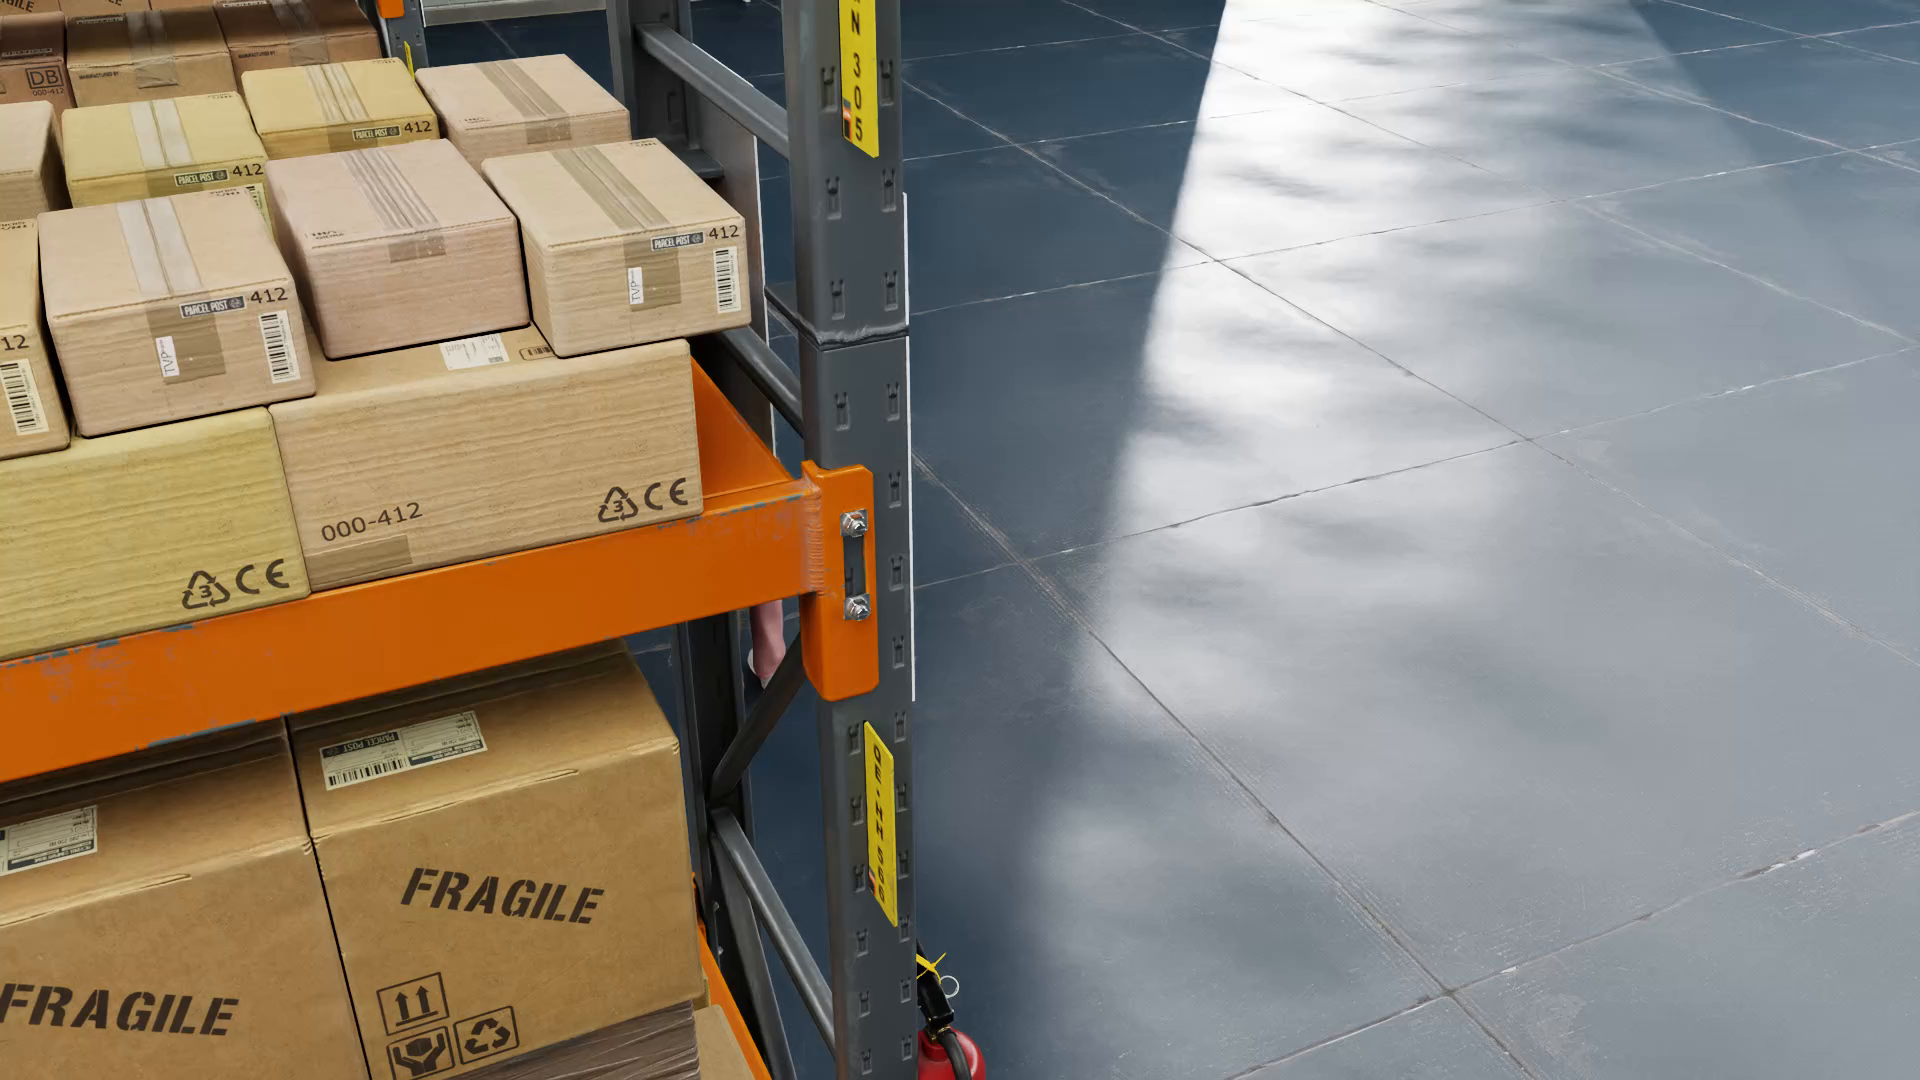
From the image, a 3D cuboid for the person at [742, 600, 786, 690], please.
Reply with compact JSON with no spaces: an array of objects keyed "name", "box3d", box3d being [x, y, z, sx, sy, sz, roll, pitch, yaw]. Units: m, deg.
[{"name":"person","box3d":[-0.907,-0.144,6.422,0.406,1.644,0.527,-14,32,-23]}]
